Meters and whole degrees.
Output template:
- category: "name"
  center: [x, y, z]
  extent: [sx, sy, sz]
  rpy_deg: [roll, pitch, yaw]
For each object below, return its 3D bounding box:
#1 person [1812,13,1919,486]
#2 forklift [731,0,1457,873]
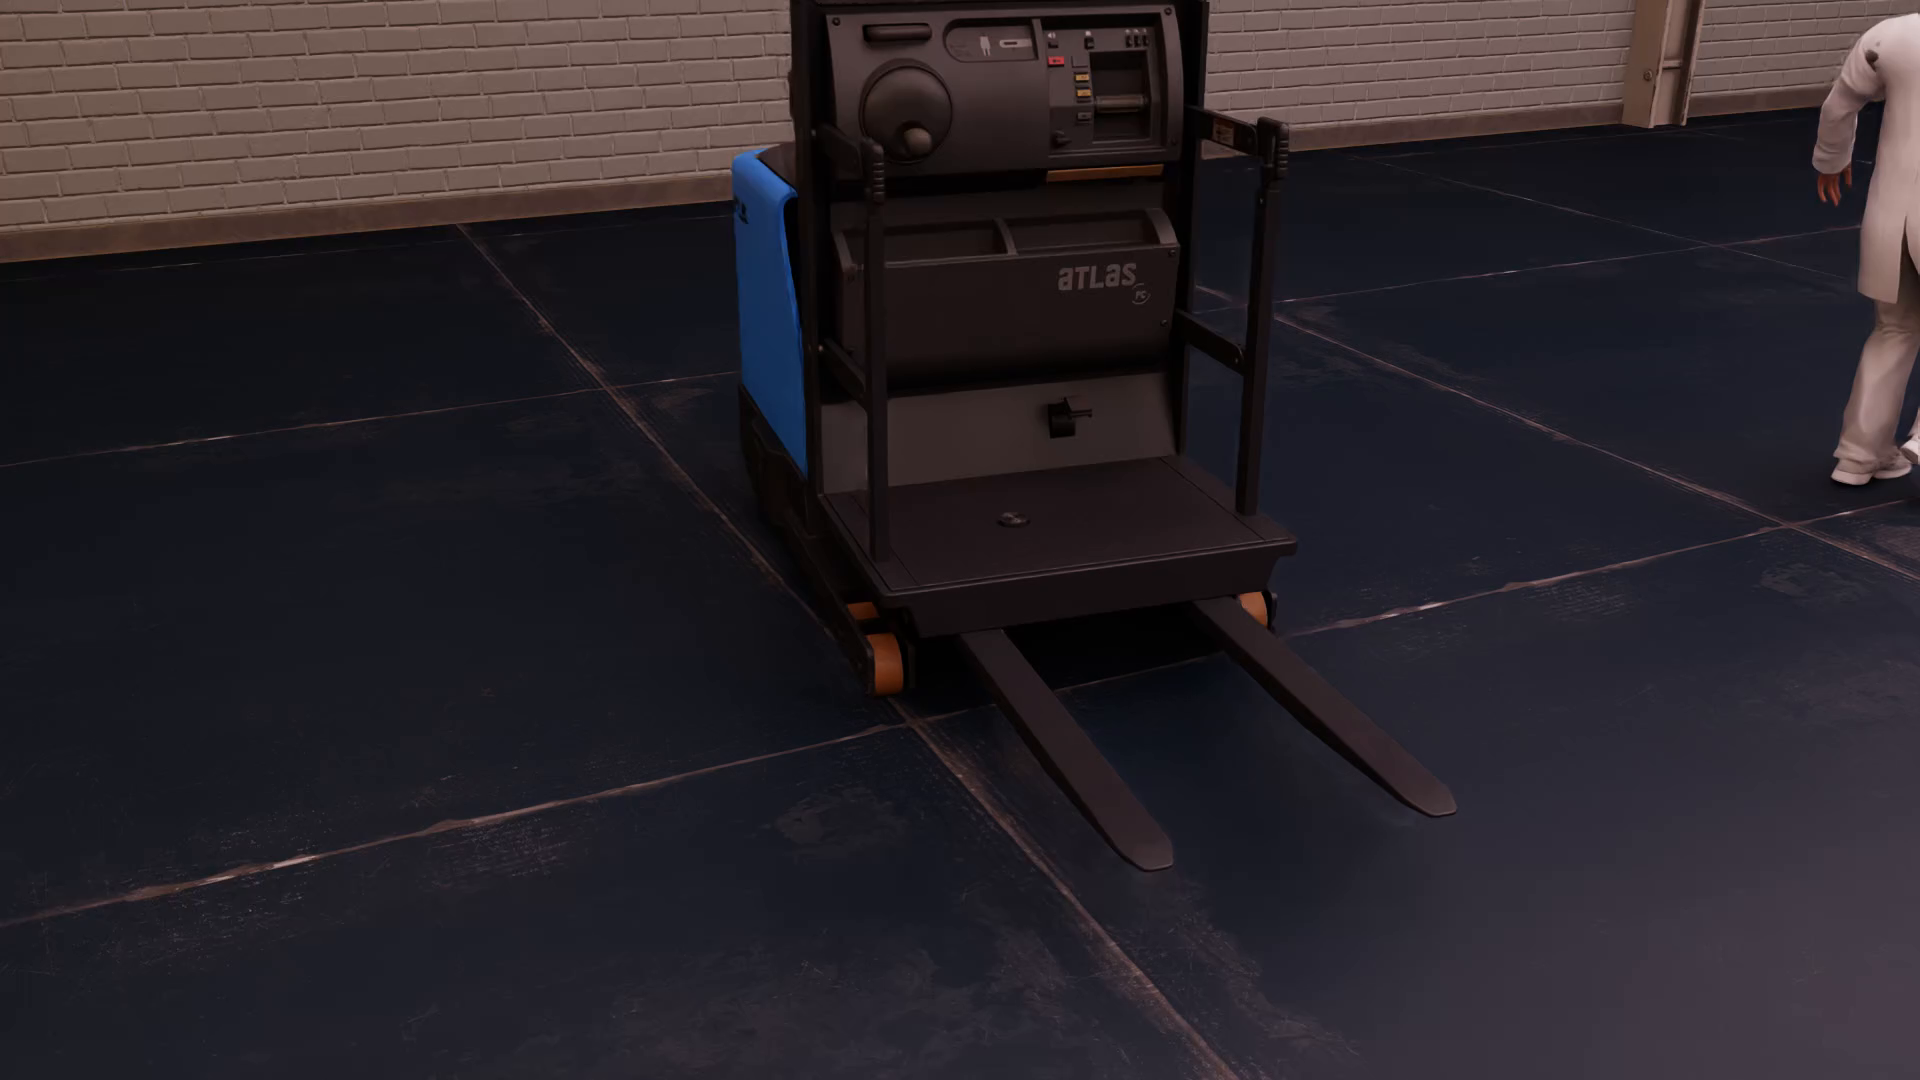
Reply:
- category: "person"
  center: [3.080, -1.005, 5.286]
  extent: [0.493, 1.779, 0.872]
  rpy_deg: [-13, 26, -28]
- category: "forklift"
  center: [0.192, -1.131, 4.009]
  extent: [1.130, 2.935, 3.031]
  rpy_deg: [-7, 24, -16]
